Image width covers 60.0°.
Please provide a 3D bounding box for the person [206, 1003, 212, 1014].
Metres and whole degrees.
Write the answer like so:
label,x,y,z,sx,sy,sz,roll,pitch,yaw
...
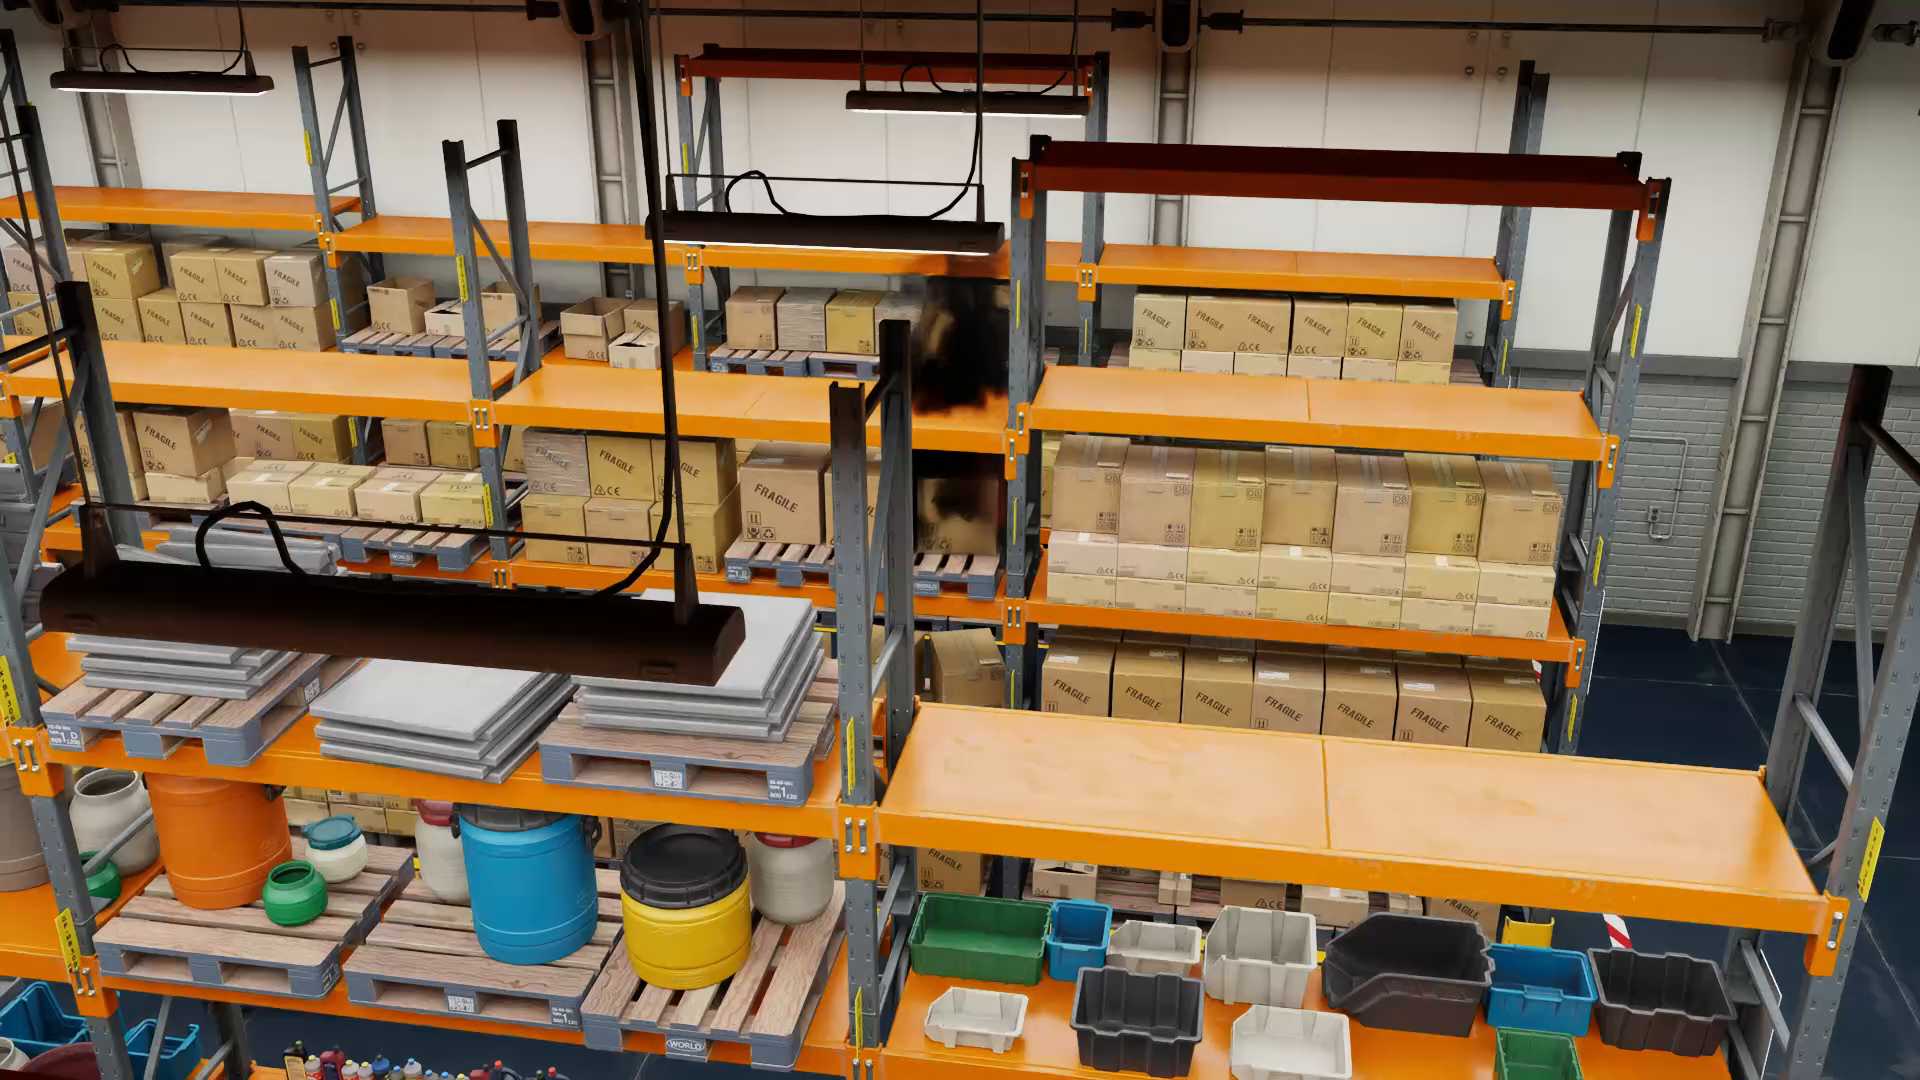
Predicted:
label,x,y,z,sx,sy,sz,roll,pitch,yaw
person,-5.393,2.664,11.975,0.718,1.745,0.584,2,23,5
